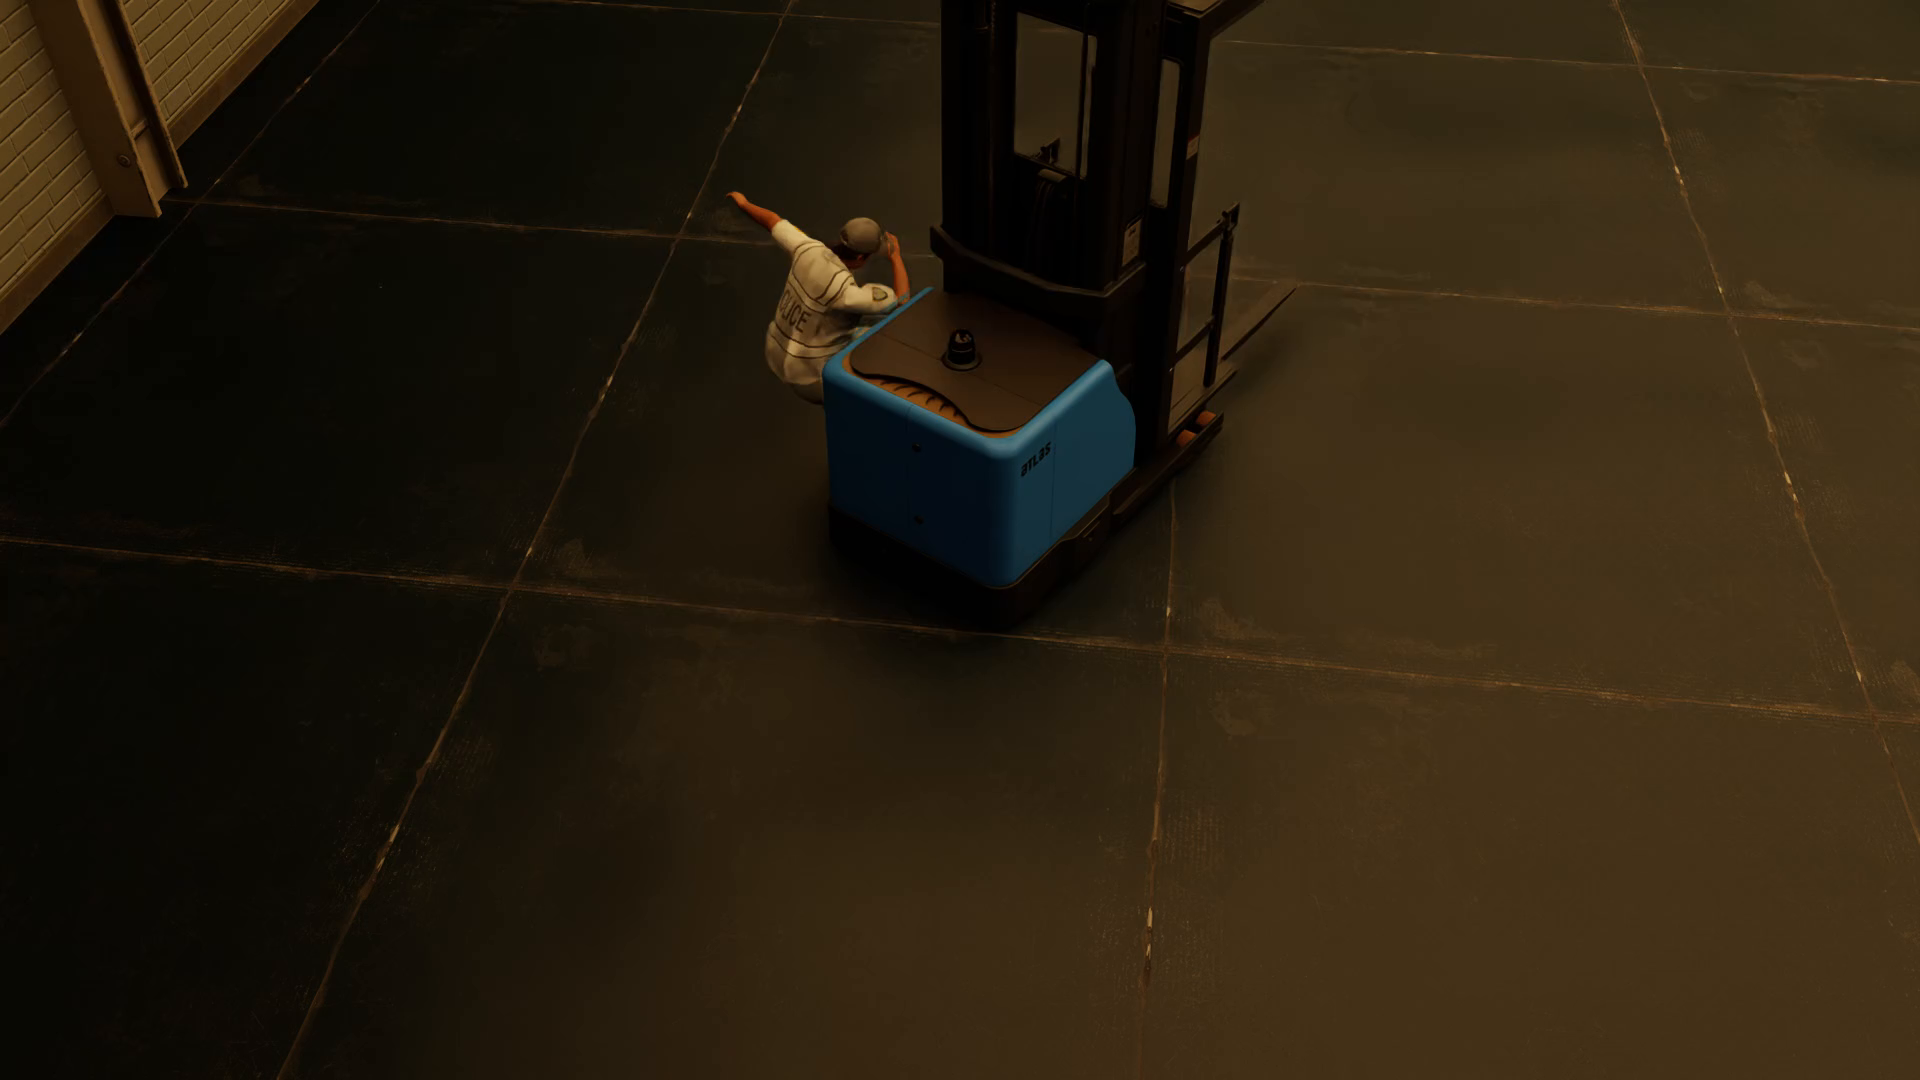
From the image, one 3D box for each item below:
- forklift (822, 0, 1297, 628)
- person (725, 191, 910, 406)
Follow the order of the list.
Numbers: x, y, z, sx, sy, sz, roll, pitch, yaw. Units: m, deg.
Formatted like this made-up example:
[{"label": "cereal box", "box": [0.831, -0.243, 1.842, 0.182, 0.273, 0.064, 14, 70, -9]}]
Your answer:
[{"label": "forklift", "box": [0.673, -1.641, 7.511, 1.130, 2.935, 3.031, 27, 49, 26]}, {"label": "person", "box": [-0.609, -1.008, 8.031, 0.717, 1.352, 1.330, -19, 46, -19]}]
